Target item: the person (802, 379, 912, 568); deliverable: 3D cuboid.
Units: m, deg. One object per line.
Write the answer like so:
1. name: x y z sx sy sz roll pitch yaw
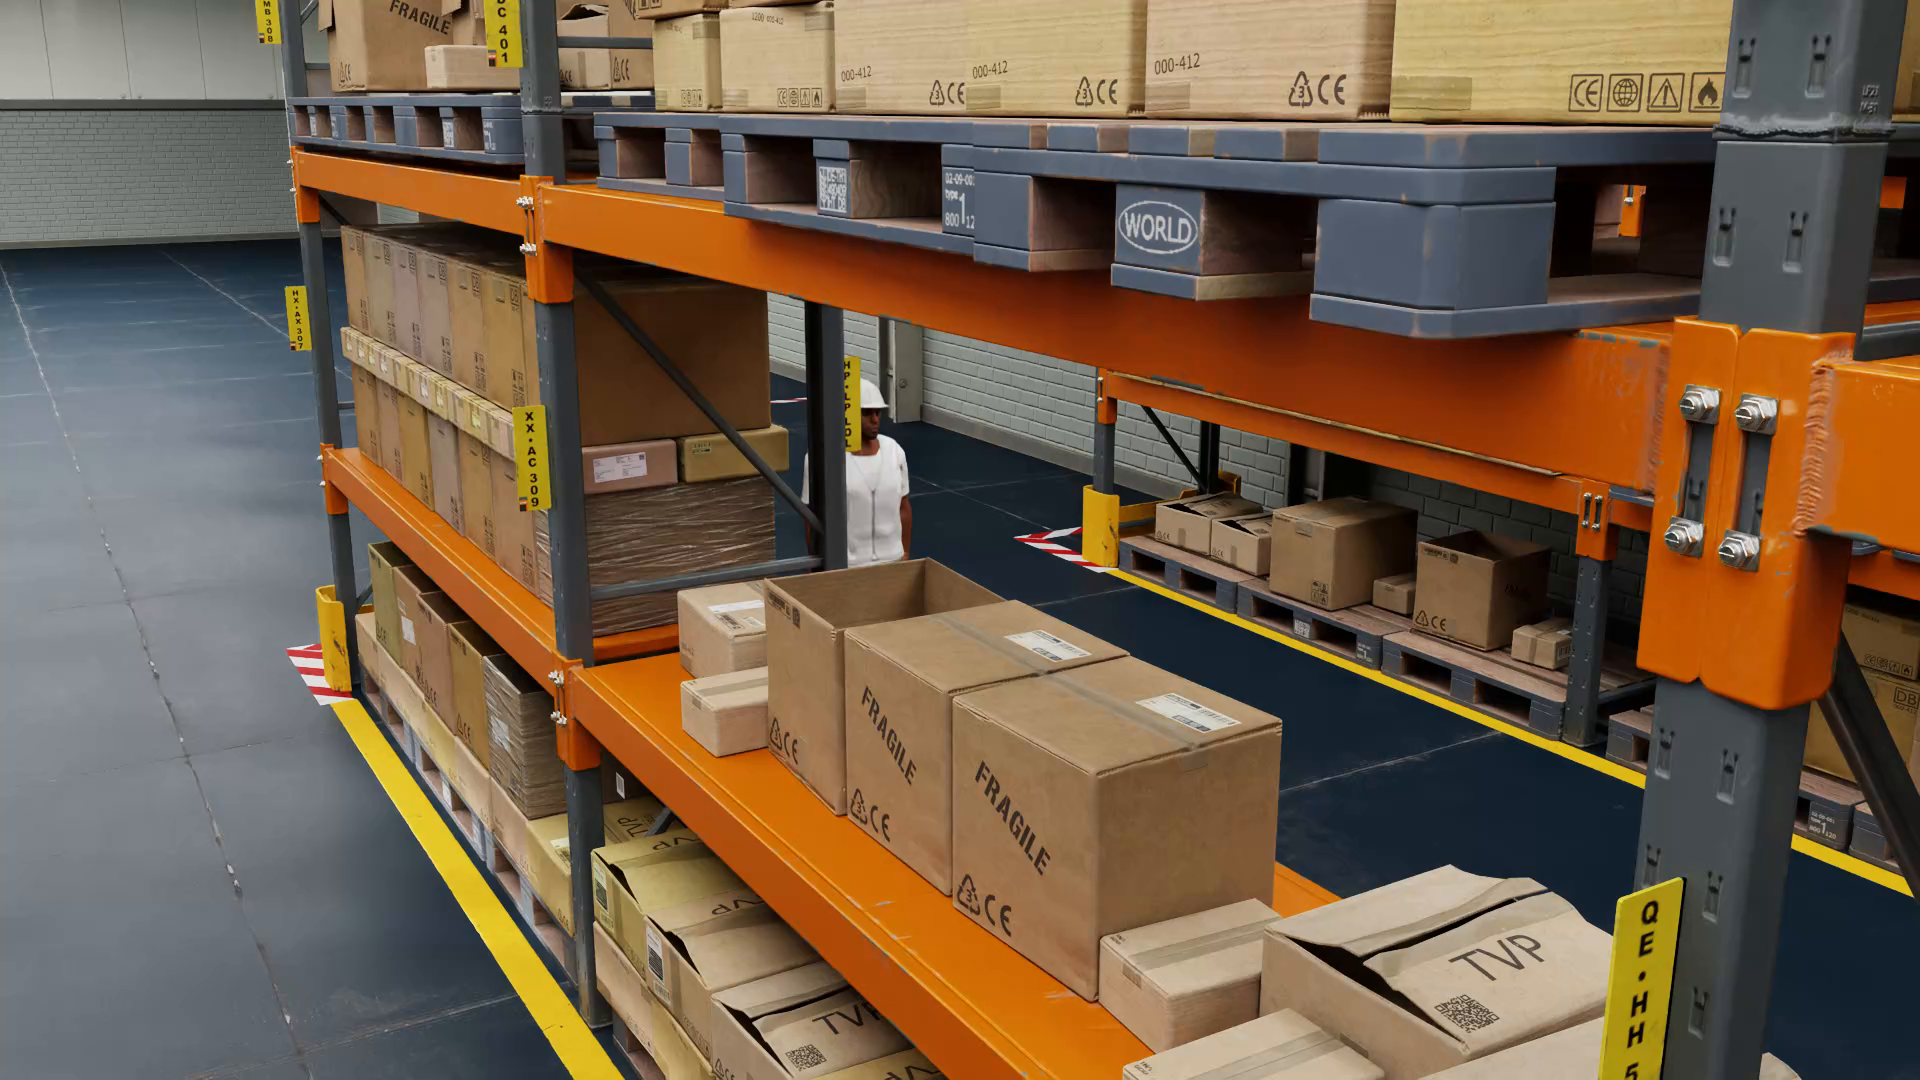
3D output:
1. person: -0.473 0.112 8.054 0.577 1.784 0.366 -8 17 -29
